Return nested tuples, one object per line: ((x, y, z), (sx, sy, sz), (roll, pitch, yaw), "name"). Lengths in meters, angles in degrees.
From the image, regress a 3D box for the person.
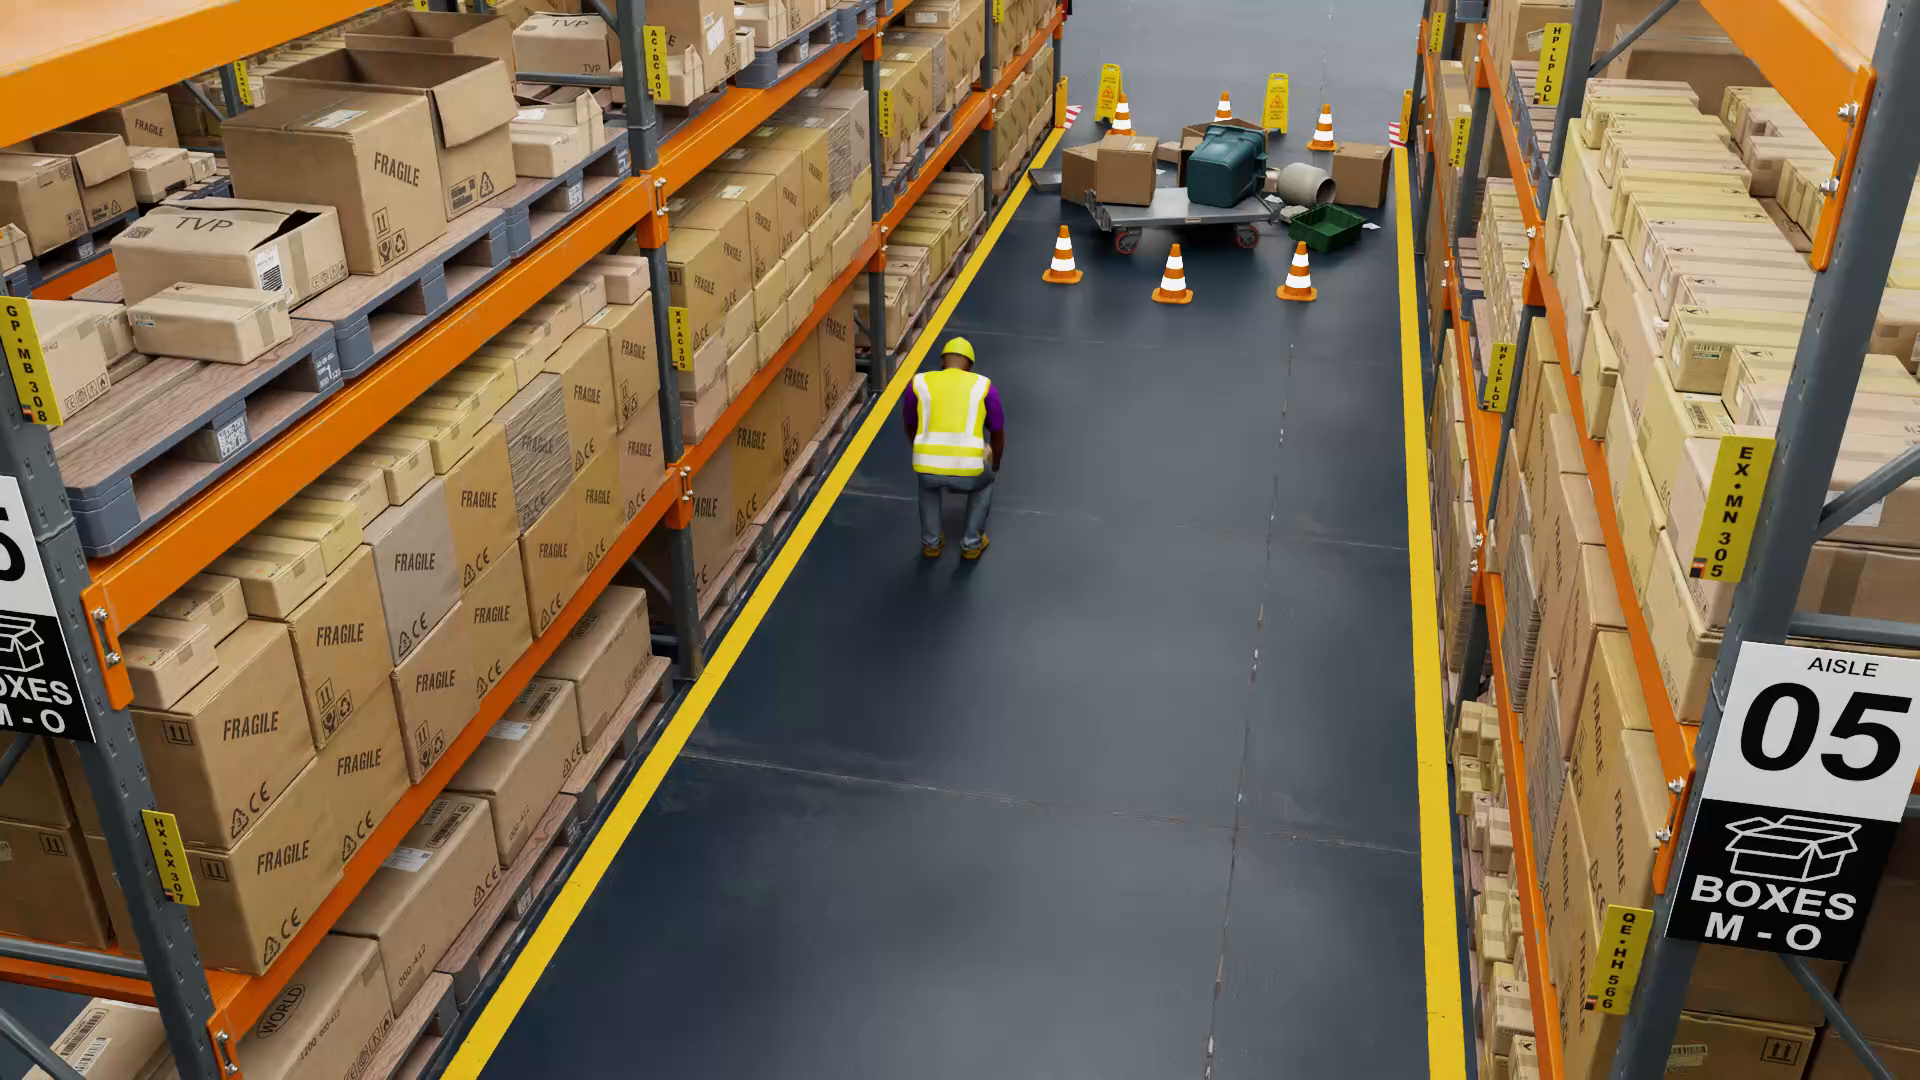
((-0.065, -0.531, 10.098), (0.626, 1.260, 0.822), (6, 29, 11), "person")
